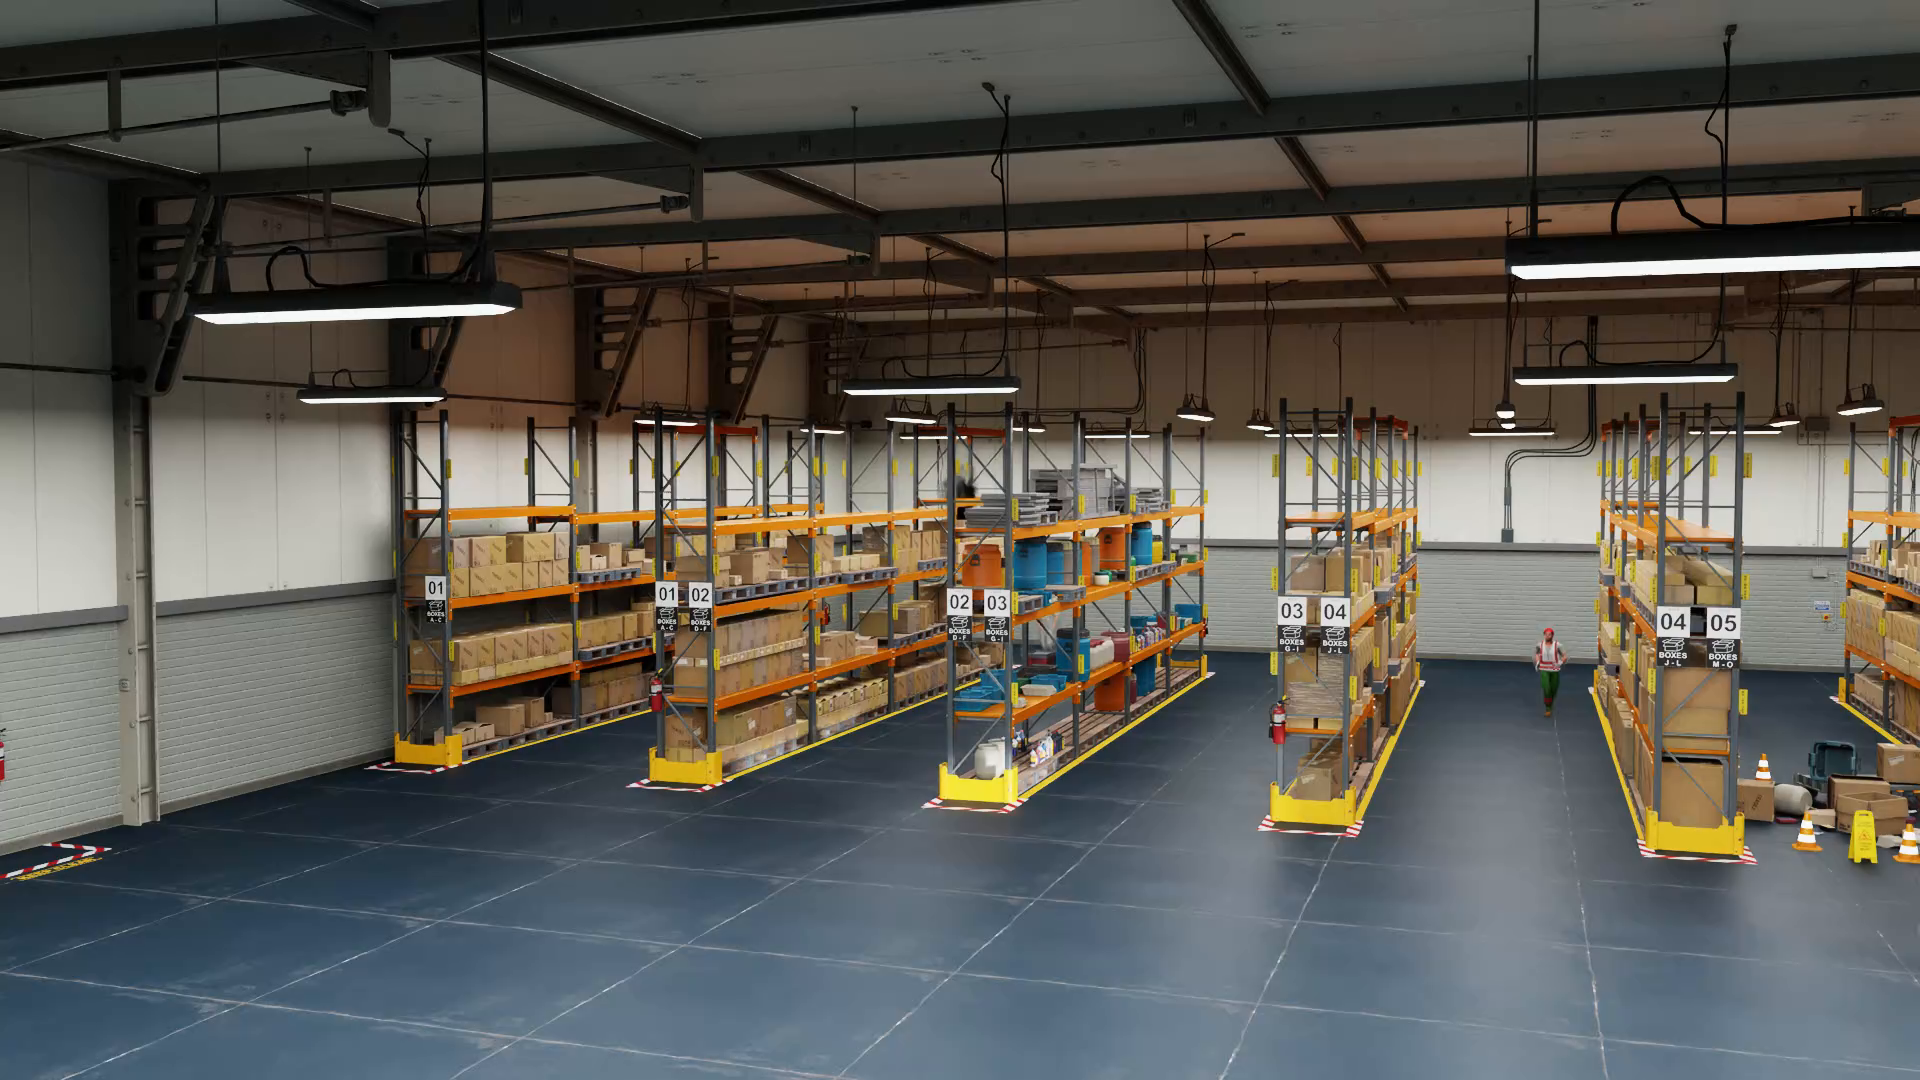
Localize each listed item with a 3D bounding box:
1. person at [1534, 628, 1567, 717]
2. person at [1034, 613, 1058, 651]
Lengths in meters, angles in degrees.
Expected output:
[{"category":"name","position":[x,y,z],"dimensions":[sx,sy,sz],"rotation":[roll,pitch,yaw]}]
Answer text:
[{"category":"person","position":[12.016,2.674,33.856],"dimensions":[0.647,1.777,0.803],"rotation":[1,3,23]},{"category":"person","position":[2.043,2.220,39.756],"dimensions":[0.533,1.726,0.659],"rotation":[1,3,13]}]
